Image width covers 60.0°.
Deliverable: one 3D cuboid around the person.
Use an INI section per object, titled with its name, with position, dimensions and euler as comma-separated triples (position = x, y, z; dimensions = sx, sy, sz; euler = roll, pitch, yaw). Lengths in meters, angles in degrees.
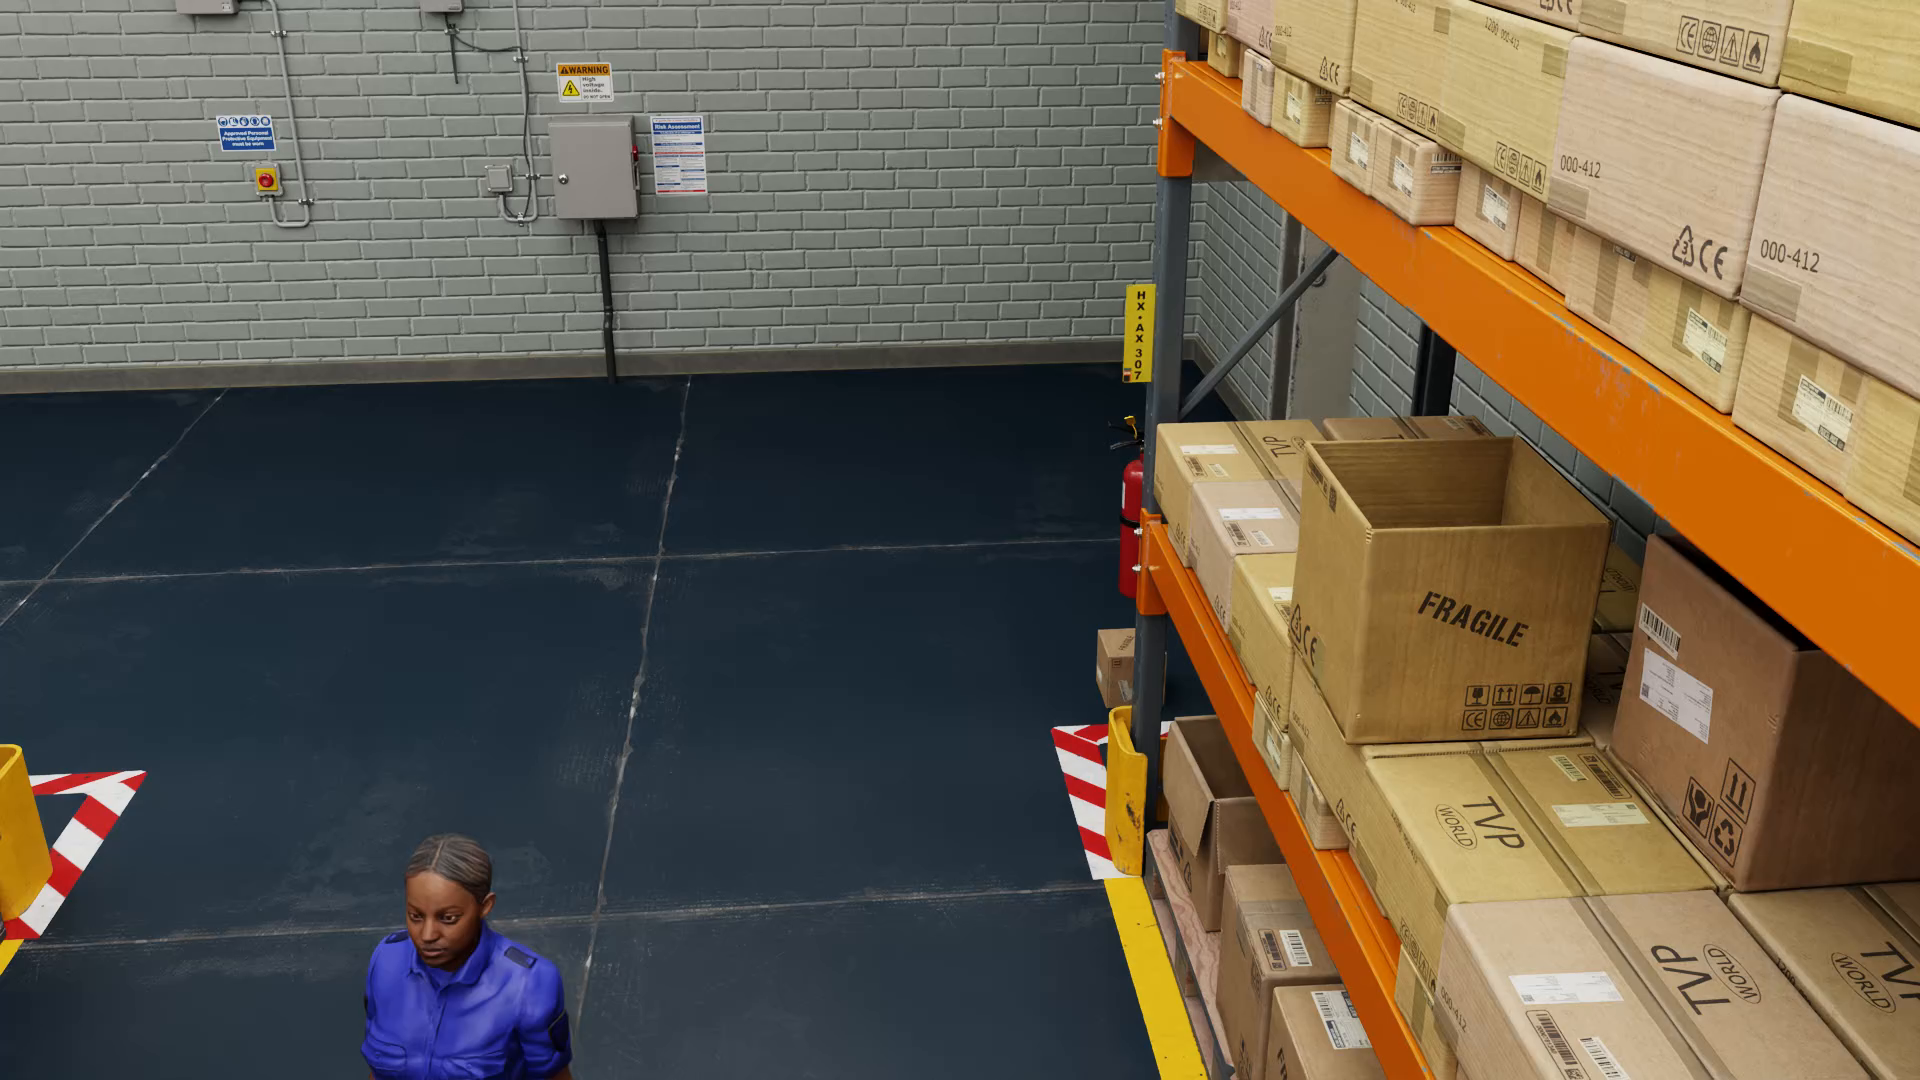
[person]
position = -1.021, 1.324, 3.572
dimensions = 0.446, 1.629, 0.729
euler = 6, 25, 14
